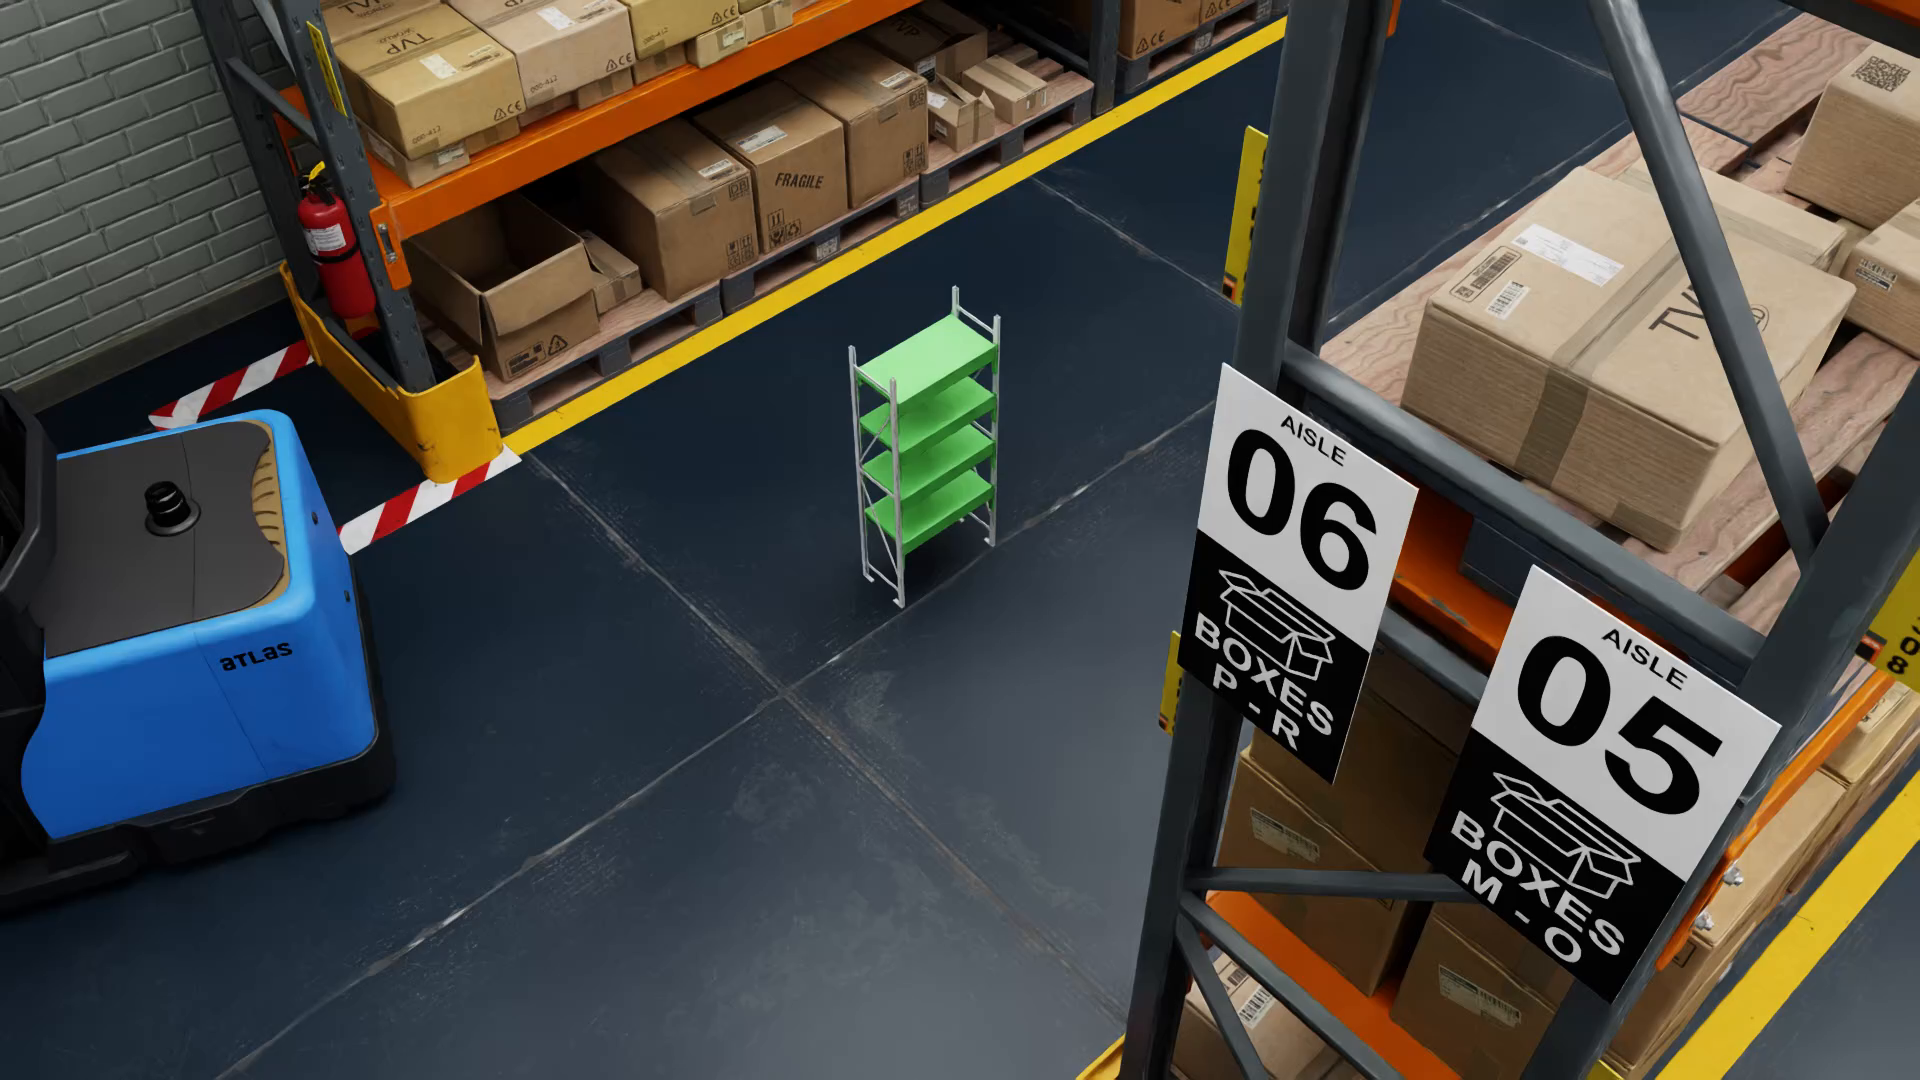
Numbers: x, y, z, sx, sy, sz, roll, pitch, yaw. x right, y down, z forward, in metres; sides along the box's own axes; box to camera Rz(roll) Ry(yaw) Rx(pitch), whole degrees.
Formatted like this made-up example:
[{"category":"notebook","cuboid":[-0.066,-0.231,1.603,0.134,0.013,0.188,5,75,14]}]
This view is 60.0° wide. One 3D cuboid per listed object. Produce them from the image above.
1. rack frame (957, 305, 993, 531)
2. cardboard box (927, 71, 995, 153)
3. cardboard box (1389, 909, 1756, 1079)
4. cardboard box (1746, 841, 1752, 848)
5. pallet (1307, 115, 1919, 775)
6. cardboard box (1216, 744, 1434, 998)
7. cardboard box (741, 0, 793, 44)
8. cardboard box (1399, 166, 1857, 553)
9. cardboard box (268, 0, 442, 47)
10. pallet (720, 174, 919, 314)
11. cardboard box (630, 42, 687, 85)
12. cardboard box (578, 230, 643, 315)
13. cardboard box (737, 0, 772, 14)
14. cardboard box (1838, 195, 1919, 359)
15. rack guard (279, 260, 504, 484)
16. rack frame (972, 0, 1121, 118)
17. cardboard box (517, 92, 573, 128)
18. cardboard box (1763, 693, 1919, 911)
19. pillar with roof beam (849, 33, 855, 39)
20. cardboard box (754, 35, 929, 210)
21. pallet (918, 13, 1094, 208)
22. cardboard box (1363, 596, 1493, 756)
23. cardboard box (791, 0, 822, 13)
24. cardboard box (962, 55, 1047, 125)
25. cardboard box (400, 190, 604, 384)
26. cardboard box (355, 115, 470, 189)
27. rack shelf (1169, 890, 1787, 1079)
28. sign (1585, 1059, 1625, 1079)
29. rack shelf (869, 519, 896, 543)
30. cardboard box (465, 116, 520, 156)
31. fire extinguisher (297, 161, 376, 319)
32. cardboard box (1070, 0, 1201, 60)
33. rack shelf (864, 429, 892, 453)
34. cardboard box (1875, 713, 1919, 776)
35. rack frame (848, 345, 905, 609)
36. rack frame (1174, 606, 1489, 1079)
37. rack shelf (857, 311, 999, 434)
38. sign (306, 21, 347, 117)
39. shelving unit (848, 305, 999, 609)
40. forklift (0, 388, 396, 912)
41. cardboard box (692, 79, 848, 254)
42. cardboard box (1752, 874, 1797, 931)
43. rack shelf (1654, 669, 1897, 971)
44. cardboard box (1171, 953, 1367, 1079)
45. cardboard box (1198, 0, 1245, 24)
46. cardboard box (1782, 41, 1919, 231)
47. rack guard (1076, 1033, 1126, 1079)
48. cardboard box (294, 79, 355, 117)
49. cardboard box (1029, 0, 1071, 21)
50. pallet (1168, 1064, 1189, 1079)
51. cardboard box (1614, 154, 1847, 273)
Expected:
[{"category":"rack frame","cuboid":[0.058,-0.446,6.398,0.006,1.046,0.228,-34,56,-27]},{"category":"cardboard box","cuboid":[-0.036,-2.180,8.349,0.258,0.266,0.396,-32,55,-26]},{"category":"cardboard box","cuboid":[1.374,0.983,3.787,0.500,0.500,0.500,-34,56,-27]},{"category":"cardboard box","cuboid":[1.275,0.480,3.129,0.250,0.149,0.380,-33,55,-26]},{"category":"pallet","cuboid":[1.368,-0.261,3.023,1.213,0.211,1.003,-34,56,-27]},{"category":"cardboard box","cuboid":[1.004,0.682,4.065,0.500,0.500,0.500,-33,56,-27]},{"category":"cardboard box","cuboid":[-0.921,-2.278,7.035,0.250,0.149,0.380,-33,55,-26]},{"category":"cardboard box","cuboid":[1.098,-0.316,2.761,0.500,0.250,0.500,34,56,27]},{"category":"cardboard box","cuboid":[-2.355,-2.021,6.527,0.500,0.250,0.500,-32,55,-26]},{"category":"pallet","cuboid":[-0.969,-1.686,8.215,1.213,0.211,1.003,-34,56,-27]},{"category":"cardboard box","cuboid":[-1.340,-2.053,6.827,0.250,0.149,0.380,-33,55,-27]},{"category":"cardboard box","cuboid":[-1.660,-1.214,7.537,0.250,0.149,0.380,-36,57,-28]},{"category":"cardboard box","cuboid":[-0.890,-2.493,6.962,0.500,0.250,0.500,-35,56,-28]},{"category":"cardboard box","cuboid":[1.785,-0.423,2.929,0.250,0.149,0.380,-32,55,-26]},{"category":"rack guard","cuboid":[-2.460,-0.789,7.191,0.348,0.500,1.175,-34,56,-27]},{"category":"rack frame","cuboid":[0.443,-3.577,8.063,0.127,3.000,1.000,-34,56,-27]},{"category":"cardboard box","cuboid":[-1.760,-1.827,6.619,0.250,0.149,0.380,-34,56,-28]},{"category":"cardboard box","cuboid":[1.750,0.384,3.660,0.500,0.500,0.500,-35,56,-28]},{"category":"pillar with roof beam","cuboid":[2.218,-3.416,3.832,0.400,9.000,9.100,-34,56,-27]},{"category":"cardboard box","cuboid":[-0.573,-2.059,8.078,0.500,0.500,0.700,-36,57,-28]},{"category":"pallet","cuboid":[-0.066,-2.292,8.775,1.213,0.211,1.003,-34,56,-27]},{"category":"cardboard box","cuboid":[0.956,0.219,3.371,0.250,0.149,0.380,-33,55,-27]},{"category":"cardboard box","cuboid":[-0.777,-2.443,7.188,0.250,0.149,0.380,-34,56,-27]},{"category":"cardboard box","cuboid":[0.229,-2.317,8.554,0.250,0.149,0.380,-35,56,-28]},{"category":"cardboard box","cuboid":[-2.000,-1.146,7.232,0.637,0.503,0.797,-36,57,-28]},{"category":"cardboard box","cuboid":[-2.089,-1.527,6.342,0.250,0.149,0.380,-34,56,-27]},{"category":"rack shelf","cuboid":[2.305,0.353,4.926,4.000,0.370,1.077,-34,56,-27]},{"category":"sign","cuboid":[1.195,1.083,3.121,0.005,0.325,0.100,-34,56,-27]},{"category":"rack shelf","cuboid":[-0.122,-0.138,6.489,0.442,0.029,0.199,-34,56,-27]},{"category":"cardboard box","cuboid":[-1.932,-1.678,6.482,0.250,0.149,0.380,-32,55,-26]},{"category":"fire extinguisher","cuboid":[-2.314,-1.122,6.104,0.183,0.674,0.296,-34,56,-27]},{"category":"cardboard box","cuboid":[0.952,-2.988,8.935,0.500,0.500,0.500,-31,55,-26]},{"category":"rack shelf","cuboid":[-0.122,-0.464,6.136,0.442,0.029,0.199,-34,56,-27]},{"category":"cardboard box","cuboid":[2.126,0.125,3.899,0.500,0.500,0.500,-34,56,-27]},{"category":"rack frame","cuboid":[-0.303,-0.204,6.175,0.015,1.200,0.240,-34,56,-27]},{"category":"rack frame","cuboid":[0.823,1.096,3.751,0.053,2.616,0.949,-34,56,-27]},{"category":"rack shelf","cuboid":[-0.122,-0.607,5.981,0.480,0.148,0.258,-34,56,-27]},{"category":"sign","cuboid":[-2.151,-1.598,5.647,0.005,0.325,0.100,-34,56,-27]},{"category":"shelving unit","cuboid":[7.177,1.156,4.921,8.595,1.200,13.061,-34,56,-27]},{"category":"forklift","cuboid":[-0.313,2.019,3.006,7.303,2.843,8.545,-15,49,-13]},{"category":"cardboard box","cuboid":[-0.883,-1.753,7.795,0.500,0.500,0.500,-33,55,-27]},{"category":"cardboard box","cuboid":[1.729,0.718,4.032,0.500,0.500,0.500,-35,56,-28]},{"category":"rack shelf","cuboid":[5.639,2.539,1.888,4.000,1.870,10.987,-34,56,-27]},{"category":"cardboard box","cuboid":[1.247,1.444,4.888,0.875,0.438,0.875,-36,57,-28]},{"category":"cardboard box","cuboid":[1.340,-3.257,9.182,0.500,0.500,0.500,-34,56,-28]},{"category":"cardboard box","cuboid":[1.967,-0.778,3.146,0.500,0.311,0.500,-33,55,-27]},{"category":"rack guard","cuboid":[0.808,1.958,4.657,0.348,0.500,1.175,-34,56,-27]},{"category":"cardboard box","cuboid":[-2.452,-1.824,6.616,0.250,0.149,0.380,-34,56,-28]},{"category":"cardboard box","cuboid":[0.904,-3.513,9.317,1.298,0.649,0.516,-32,55,-26]},{"category":"pallet","cuboid":[1.365,1.606,5.178,1.213,0.211,1.003,-34,56,-27]},{"category":"cardboard box","cuboid":[1.354,-0.532,3.030,0.380,0.149,0.250,35,56,28]}]
